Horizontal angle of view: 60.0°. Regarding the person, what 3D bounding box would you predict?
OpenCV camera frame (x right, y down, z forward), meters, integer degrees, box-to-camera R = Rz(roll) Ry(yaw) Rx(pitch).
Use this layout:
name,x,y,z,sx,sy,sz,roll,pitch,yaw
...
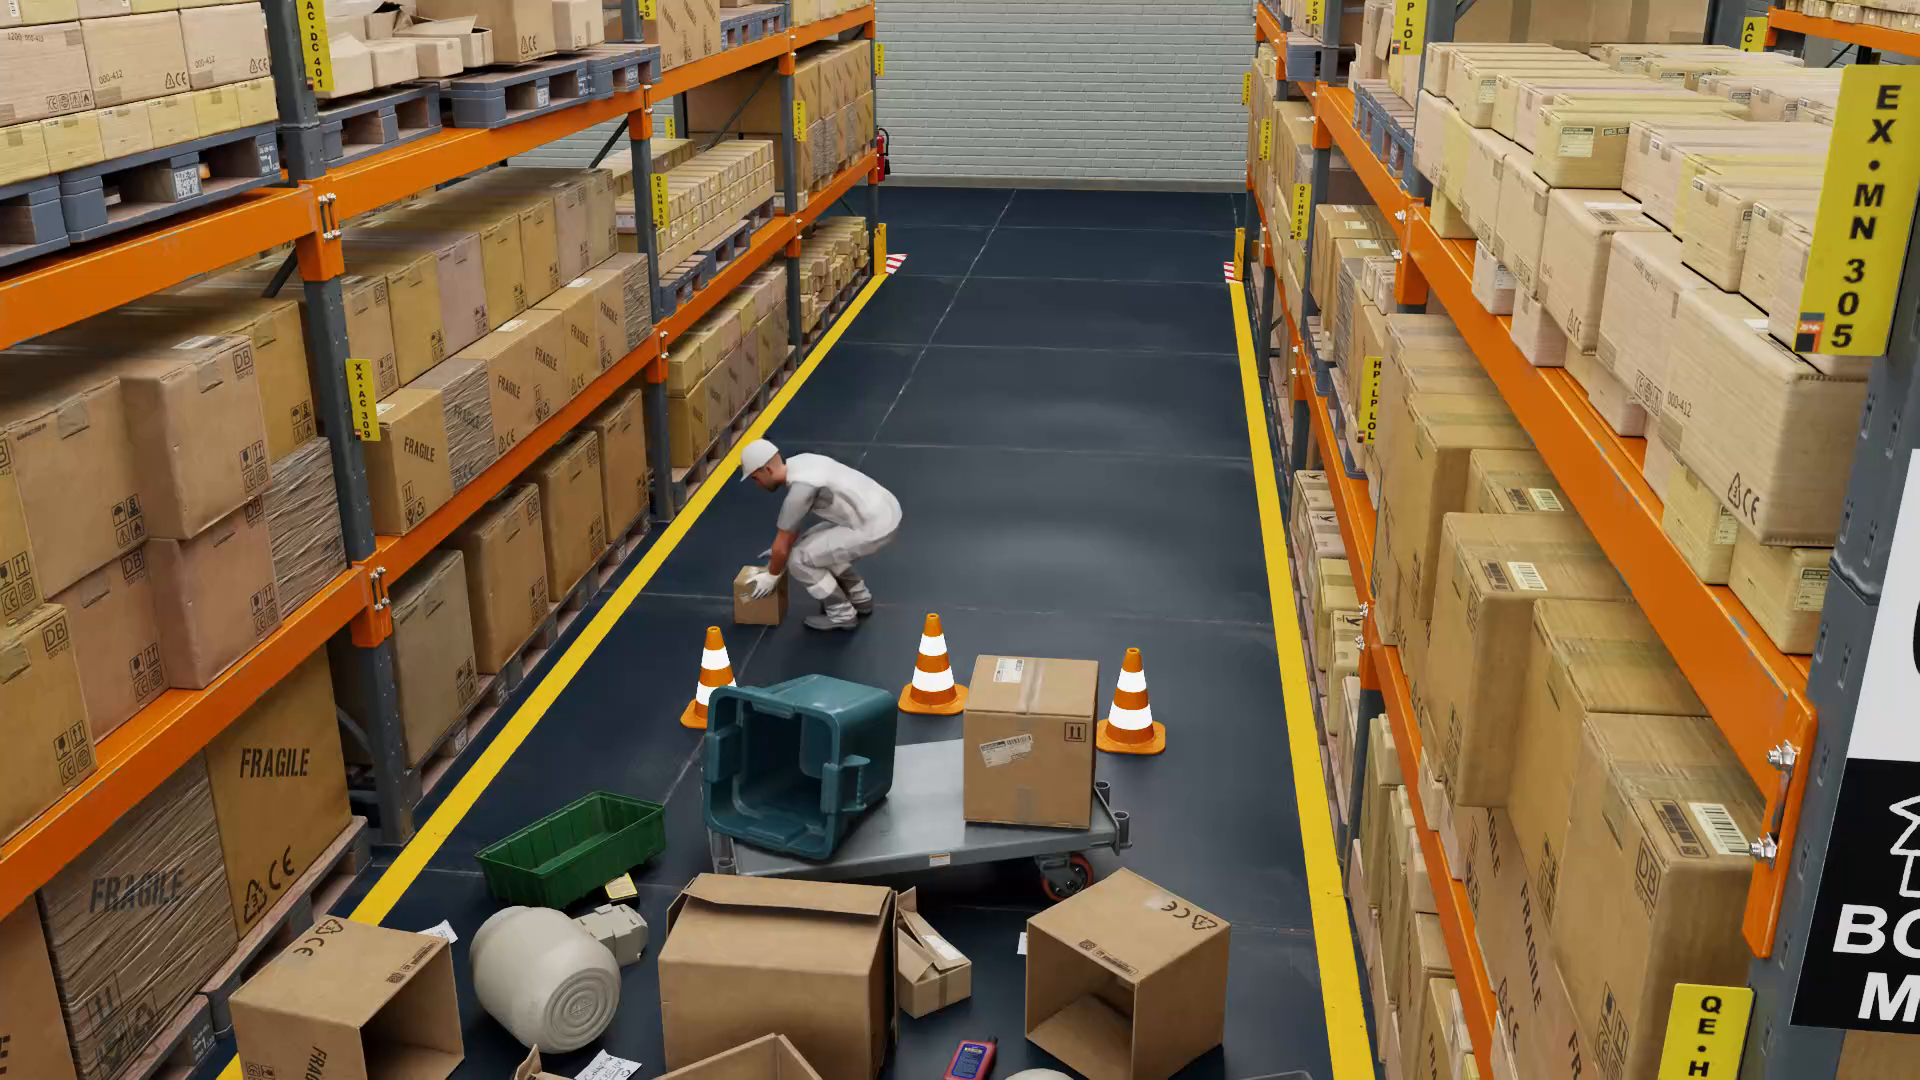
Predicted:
name,x,y,z,sx,sy,sz,roll,pitch,yaw
person,-0.761,-0.040,9.168,0.870,1.065,0.578,2,21,6
